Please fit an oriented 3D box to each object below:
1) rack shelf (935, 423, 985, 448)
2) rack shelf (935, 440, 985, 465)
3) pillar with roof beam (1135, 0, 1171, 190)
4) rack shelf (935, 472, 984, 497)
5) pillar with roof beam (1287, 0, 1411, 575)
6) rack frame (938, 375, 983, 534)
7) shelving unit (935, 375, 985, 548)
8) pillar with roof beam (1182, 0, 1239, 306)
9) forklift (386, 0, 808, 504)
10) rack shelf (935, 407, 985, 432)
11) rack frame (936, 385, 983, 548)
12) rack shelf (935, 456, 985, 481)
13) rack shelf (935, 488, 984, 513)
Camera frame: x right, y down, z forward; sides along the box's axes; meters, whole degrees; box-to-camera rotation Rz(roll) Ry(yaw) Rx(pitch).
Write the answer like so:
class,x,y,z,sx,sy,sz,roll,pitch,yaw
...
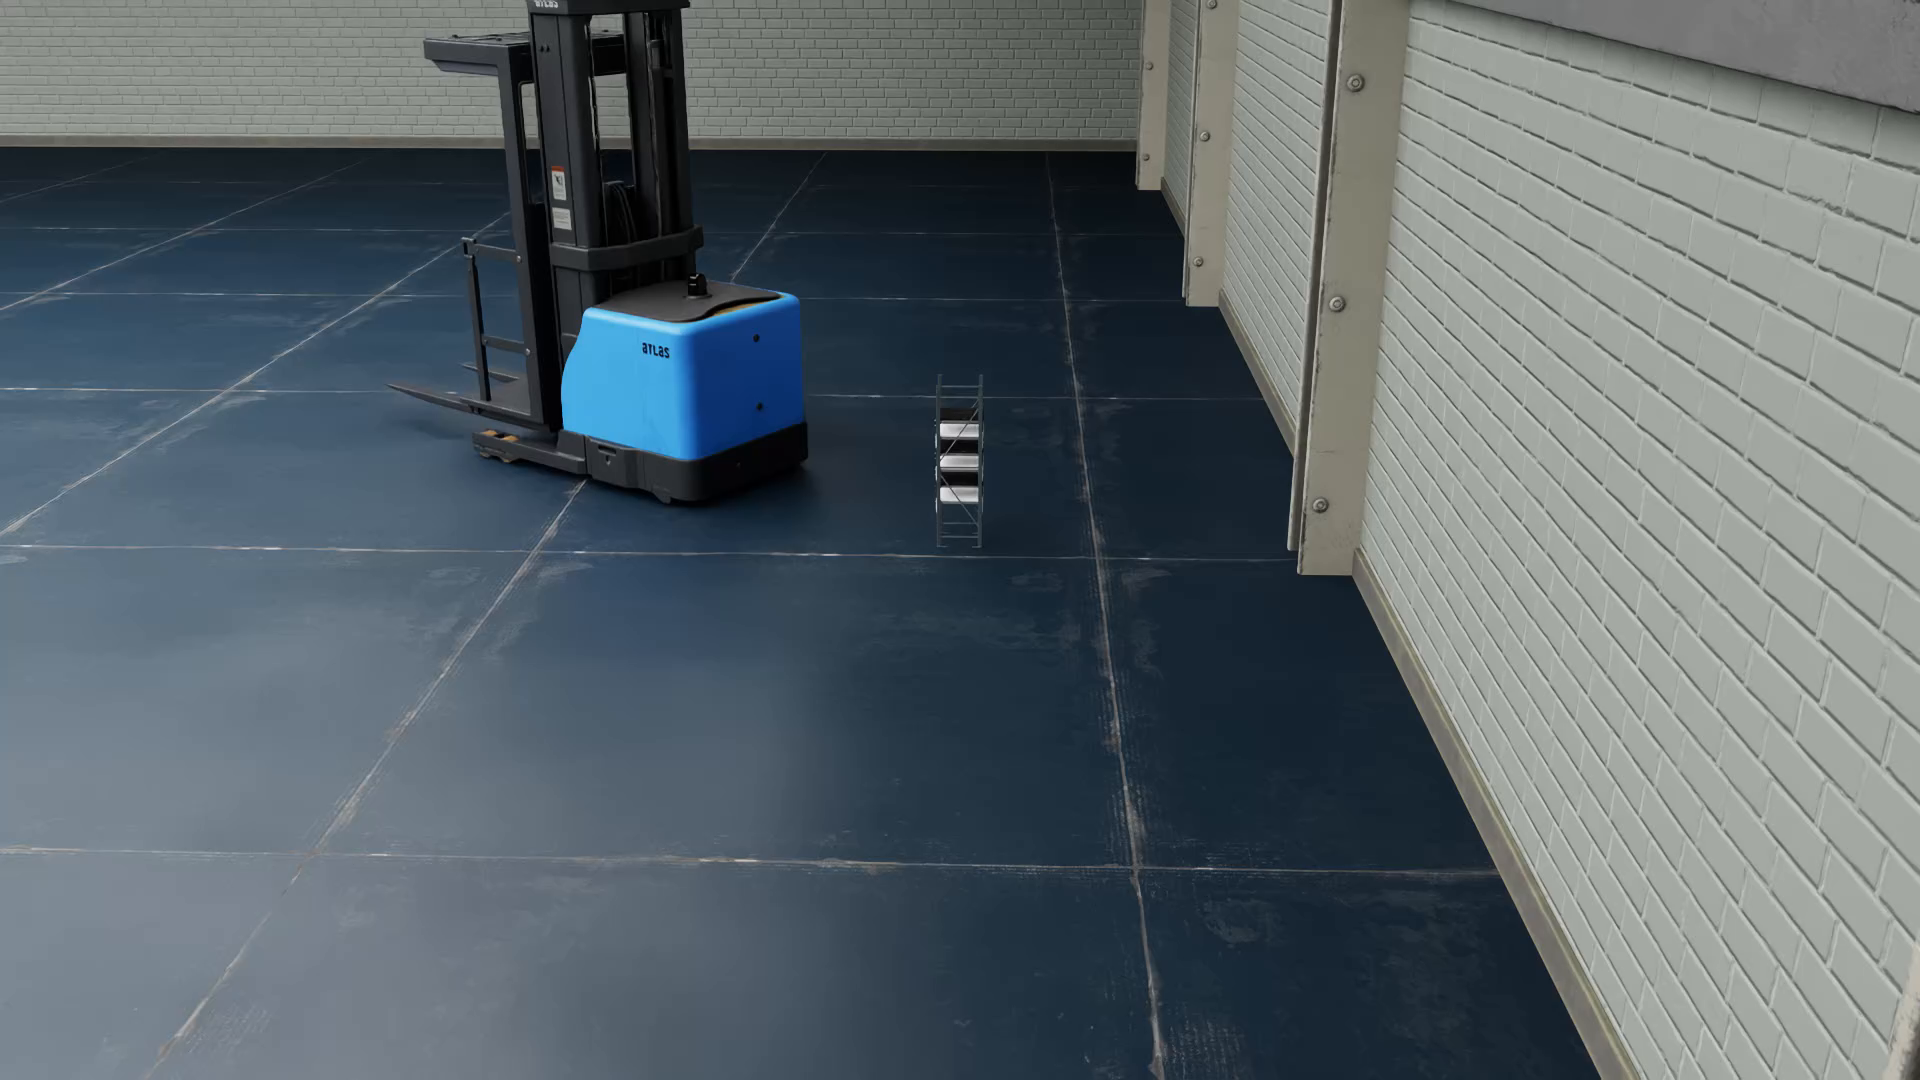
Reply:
class,x,y,z,sx,sy,sz,roll,pitch,yaw
rack shelf,0.000,-0.553,8.806,0.258,0.077,0.200,1,21,2
rack shelf,0.000,-0.469,8.838,0.258,0.077,0.200,1,21,2
pillar with roof beam,-2.032,-8.473,18.426,9.100,9.000,0.400,1,21,2
rack shelf,0.000,-0.302,8.903,0.258,0.077,0.200,1,21,2
pillar with roof beam,-2.397,-4.134,7.244,9.100,9.000,0.400,1,21,2
rack frame,0.003,-0.453,8.953,0.240,0.900,0.006,1,21,2
shelving unit,0.000,-0.417,8.859,0.258,0.900,0.210,1,21,2
pillar with roof beam,-2.214,-6.304,12.835,9.100,9.000,0.400,1,21,2
forklift,-2.416,-1.978,10.076,3.031,2.935,1.130,15,26,33
rack shelf,0.000,-0.637,8.773,0.258,0.077,0.200,1,21,2
rack frame,-0.003,-0.380,8.764,0.240,0.900,0.006,1,21,2
rack shelf,0.000,-0.386,8.871,0.258,0.077,0.200,1,21,2
rack shelf,0.000,-0.218,8.936,0.258,0.077,0.200,1,21,2
